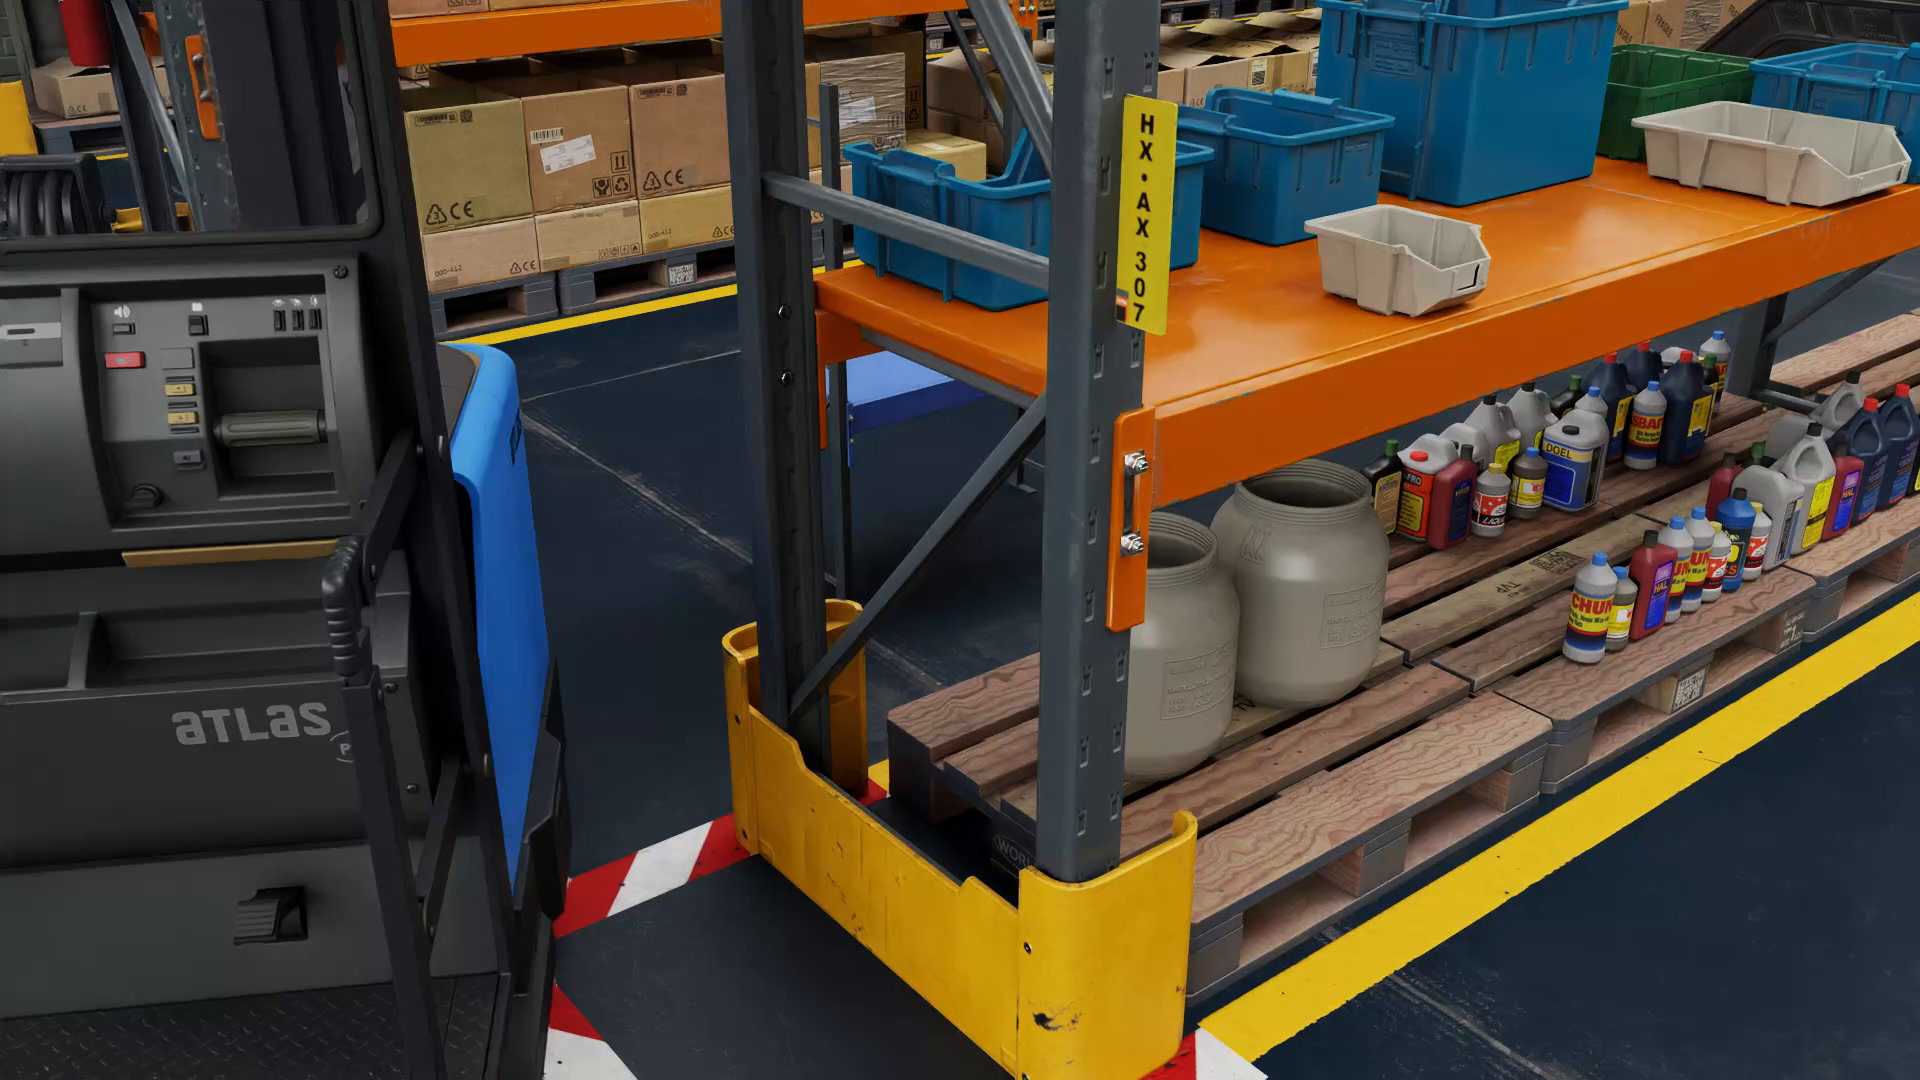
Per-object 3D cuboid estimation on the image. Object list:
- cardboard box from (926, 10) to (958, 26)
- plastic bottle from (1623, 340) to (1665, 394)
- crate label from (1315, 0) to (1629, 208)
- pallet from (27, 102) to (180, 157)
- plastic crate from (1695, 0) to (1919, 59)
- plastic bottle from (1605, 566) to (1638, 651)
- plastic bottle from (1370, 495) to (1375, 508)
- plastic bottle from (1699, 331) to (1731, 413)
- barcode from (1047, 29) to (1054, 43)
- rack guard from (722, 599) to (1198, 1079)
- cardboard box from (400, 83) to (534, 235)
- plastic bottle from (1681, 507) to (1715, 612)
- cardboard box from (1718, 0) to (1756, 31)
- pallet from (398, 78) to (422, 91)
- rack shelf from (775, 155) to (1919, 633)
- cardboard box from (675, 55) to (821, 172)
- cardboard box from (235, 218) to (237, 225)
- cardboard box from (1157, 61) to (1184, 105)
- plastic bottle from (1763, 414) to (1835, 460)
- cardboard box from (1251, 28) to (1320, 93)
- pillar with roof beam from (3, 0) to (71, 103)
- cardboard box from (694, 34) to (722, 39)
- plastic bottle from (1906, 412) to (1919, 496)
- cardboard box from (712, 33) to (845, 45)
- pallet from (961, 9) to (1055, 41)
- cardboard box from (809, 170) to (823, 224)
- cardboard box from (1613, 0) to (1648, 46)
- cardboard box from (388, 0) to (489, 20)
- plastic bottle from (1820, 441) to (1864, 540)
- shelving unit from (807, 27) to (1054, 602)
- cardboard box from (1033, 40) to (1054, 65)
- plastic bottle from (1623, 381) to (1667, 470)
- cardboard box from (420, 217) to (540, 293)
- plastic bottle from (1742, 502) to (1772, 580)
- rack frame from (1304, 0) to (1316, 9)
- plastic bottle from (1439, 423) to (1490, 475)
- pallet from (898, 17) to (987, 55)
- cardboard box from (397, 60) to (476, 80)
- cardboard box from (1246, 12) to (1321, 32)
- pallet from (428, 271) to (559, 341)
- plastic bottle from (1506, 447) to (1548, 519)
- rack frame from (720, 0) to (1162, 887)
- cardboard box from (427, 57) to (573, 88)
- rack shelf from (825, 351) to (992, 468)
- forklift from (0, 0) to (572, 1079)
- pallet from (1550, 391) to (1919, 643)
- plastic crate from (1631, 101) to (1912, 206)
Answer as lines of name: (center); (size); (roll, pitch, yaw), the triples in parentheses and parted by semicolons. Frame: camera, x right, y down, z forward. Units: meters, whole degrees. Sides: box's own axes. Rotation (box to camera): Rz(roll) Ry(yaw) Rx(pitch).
cardboard box: (-0.428, -4.733, 14.332); (0.500, 0.500, 0.700); (-18, 30, -33)
plastic bottle: (2.181, -0.476, 5.337); (0.185, 0.351, 0.144); (-17, 30, -33)
crate label: (1.206, -1.095, 4.005); (0.616, 0.435, 0.502); (-18, 31, -34)
pallet: (-5.468, -2.748, 10.920); (1.213, 0.211, 1.003); (-18, 31, -34)
plastic crate: (2.581, -1.429, 4.839); (0.504, 0.338, 0.767); (-18, 31, -34)
plastic bottle: (1.625, 0.164, 4.136); (0.097, 0.201, 0.097); (0, 25, 0)
plastic bottle: (1.099, -0.064, 4.627); (0.097, 0.201, 0.097); (0, 25, 0)
plastic bottle: (2.551, -0.575, 5.644); (0.097, 0.271, 0.097); (0, 25, 0)
barcode: (0.476, -2.622, 8.643); (0.075, 0.075, 0.001); (-18, 31, -34)
rack guard: (-0.045, 0.587, 3.392); (0.348, 0.500, 1.175); (-18, 31, -34)
cardboard box: (-2.178, -1.633, 7.082); (0.500, 0.500, 0.500); (-18, 31, -34)
plastic bottle: (1.892, 0.044, 4.311); (0.097, 0.271, 0.097); (0, 25, 0)
cardboard box: (5.708, -3.988, 12.726); (0.500, 0.500, 0.500); (-18, 30, -34)
pallet: (-4.509, -3.063, 11.599); (1.213, 0.211, 1.003); (-18, 31, -34)
rack shelf: (1.498, -0.705, 4.060); (4.000, 0.370, 1.077); (-18, 31, -34)
cardboard box: (-1.004, -2.026, 7.929); (0.500, 0.500, 0.500); (-18, 31, -34)
cardboard box: (-2.890, -1.334, 7.328); (0.500, 0.250, 0.500); (-18, 31, -34)
cardboard box: (0.894, -2.543, 9.268); (0.500, 0.311, 0.500); (-19, 31, -35)
plastic bottle: (2.481, -0.245, 4.927); (0.135, 0.276, 0.152); (-18, 31, -34)
cardboard box: (2.102, -2.944, 10.132); (0.500, 0.311, 0.500); (-18, 31, -34)
pillar with roof beam: (-3.516, -5.557, 6.534); (0.400, 9.000, 9.100); (-18, 31, -34)
cardboard box: (-2.097, -4.246, 13.282); (0.500, 0.500, 0.700); (-19, 31, -35)
plastic bottle: (2.897, -0.284, 5.003); (0.133, 0.283, 0.061); (-17, 30, -32)
cardboard box: (-0.928, -2.327, 8.577); (0.500, 0.500, 0.500); (-18, 31, -34)
pallet: (0.773, -4.787, 15.313); (1.213, 0.211, 1.003); (-18, 31, -34)
cardboard box: (-0.996, -1.682, 8.078); (0.500, 0.250, 0.500); (-18, 31, -34)
cardboard box: (4.507, -3.587, 11.863); (0.500, 0.500, 0.500); (-19, 31, -35)
cardboard box: (-2.344, -2.454, 6.855); (0.500, 0.500, 0.700); (-17, 30, -33)
plastic bottle: (2.489, -0.149, 4.713); (0.133, 0.283, 0.061); (-16, 29, -31)
shelving unit: (-0.067, -0.658, 4.887); (1.048, 1.500, 0.538); (-18, 31, -34)
cardboard box: (0.566, -2.728, 9.665); (0.500, 0.311, 0.500); (-17, 30, -33)
plastic bottle: (2.141, -0.363, 5.187); (0.097, 0.271, 0.097); (0, 25, 0)
cardboard box: (-2.179, -1.293, 7.241); (0.500, 0.250, 0.500); (-18, 31, -34)
plastic bottle: (2.131, -0.004, 4.496); (0.097, 0.201, 0.097); (0, 25, 0)
rack frame: (3.254, -6.911, 16.577); (0.127, 3.000, 1.000); (-18, 31, -34)
plastic bottle: (1.423, -0.190, 4.810); (0.135, 0.276, 0.152); (-19, 31, -35)
pallet: (-0.510, -4.404, 14.489); (1.213, 0.211, 1.003); (-18, 31, -34)
cardboard box: (-3.833, -3.615, 11.924); (0.500, 0.500, 0.500); (-21, 32, -38)
cardboard box: (2.164, -3.251, 10.794); (0.500, 0.311, 0.500); (-19, 31, -35)
pallet: (-2.553, -1.101, 7.372); (1.213, 0.211, 1.003); (-18, 31, -34)
plastic bottle: (1.660, -0.172, 4.860); (0.097, 0.201, 0.097); (0, 25, 0)
rack frame: (-0.076, -0.512, 2.789); (0.127, 3.000, 1.000); (-18, 31, -34)
cardboard box: (-2.113, -1.939, 7.742); (0.500, 0.500, 0.500); (-18, 31, -34)
rack shelf: (-0.067, -0.495, 4.962); (1.000, 0.185, 0.538); (-18, 31, -34)
forklift: (-1.265, -0.153, 2.098); (1.130, 2.935, 3.031); (-4, 25, -8)
pallet: (2.518, -0.125, 5.269); (1.213, 0.211, 1.003); (-18, 31, -34)
plastic crate: (1.950, -0.925, 3.994); (0.437, 0.136, 0.530); (-18, 31, -34)
